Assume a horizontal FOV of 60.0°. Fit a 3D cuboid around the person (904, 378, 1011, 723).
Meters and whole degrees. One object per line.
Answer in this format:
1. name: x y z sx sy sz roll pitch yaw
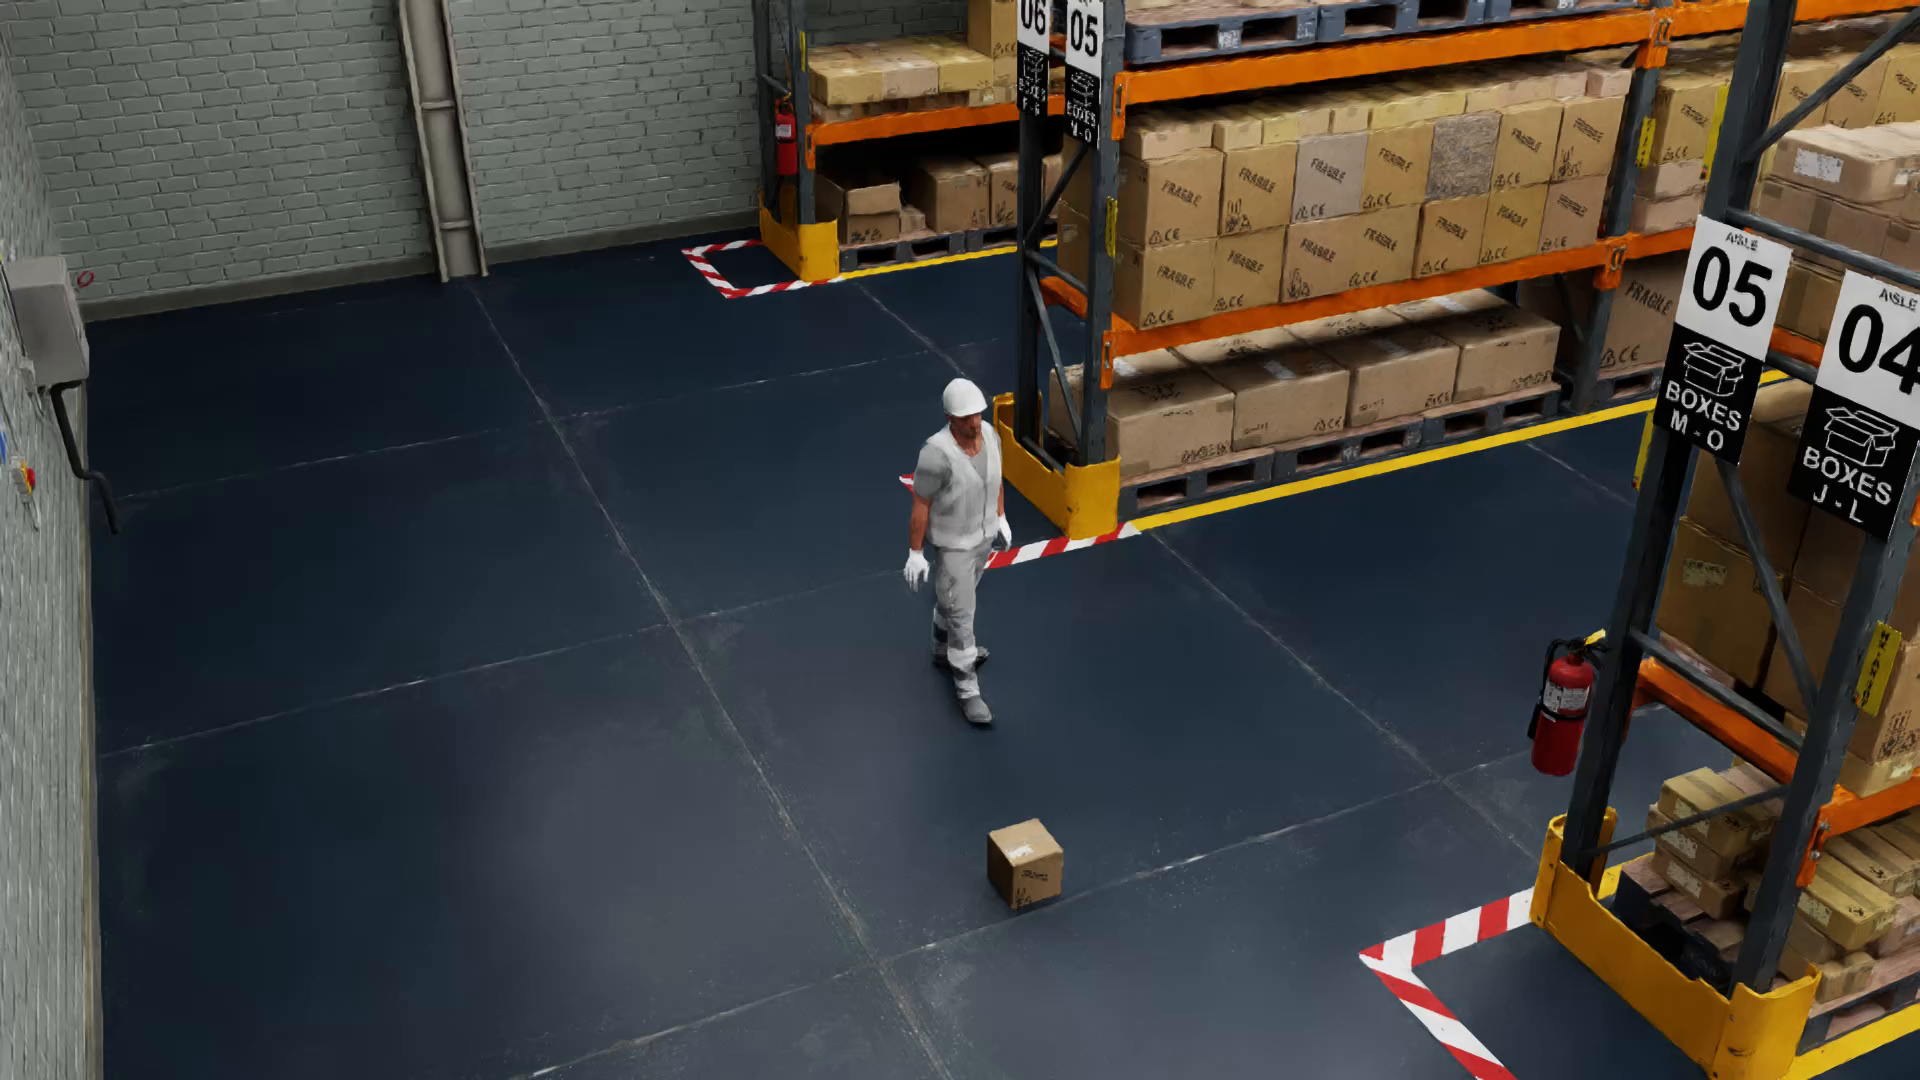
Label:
1. person: 0.021 0.027 8.372 0.639 1.789 0.693 23 36 35
